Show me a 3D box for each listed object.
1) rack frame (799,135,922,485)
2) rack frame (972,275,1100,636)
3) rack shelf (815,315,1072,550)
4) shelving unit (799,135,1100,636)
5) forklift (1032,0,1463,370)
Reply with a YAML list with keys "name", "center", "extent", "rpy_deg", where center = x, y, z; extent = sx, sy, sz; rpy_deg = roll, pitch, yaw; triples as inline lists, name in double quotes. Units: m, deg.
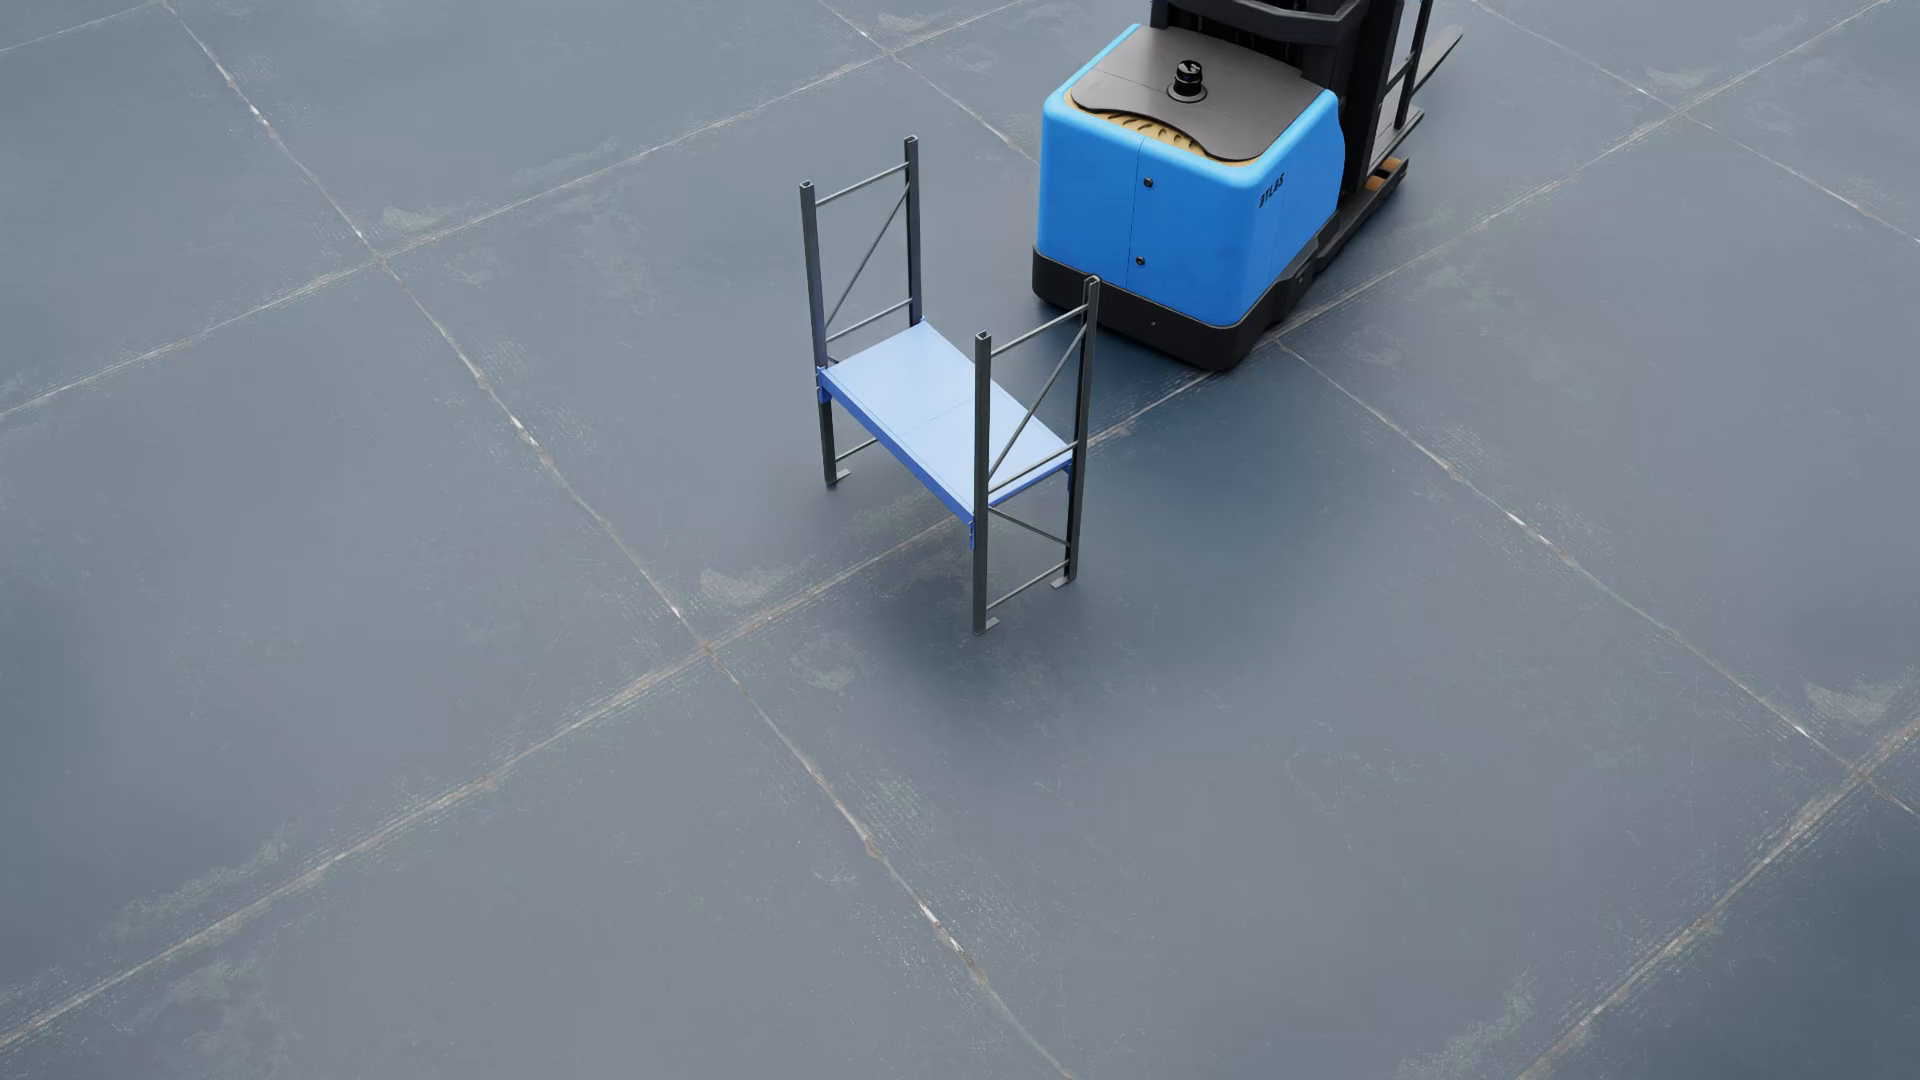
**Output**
- name: "rack frame"
  center: [-0.359, -0.854, 6.511]
  extent: [0.500, 1.500, 0.032]
  rpy_deg: [-29, 54, -24]
- name: "rack frame"
  center: [0.256, -0.254, 5.967]
  extent: [0.500, 1.500, 0.032]
  rpy_deg: [-29, 54, -24]
- name: "rack shelf"
  center: [-0.052, -0.433, 6.372]
  extent: [0.538, 0.185, 1.000]
  rpy_deg: [-29, 54, -24]
- name: "shelving unit"
  center: [-0.052, -0.554, 6.239]
  extent: [0.538, 1.500, 1.048]
  rpy_deg: [-29, 54, -24]
- name: "forklift"
  center: [1.579, -2.799, 7.308]
  extent: [1.130, 2.935, 3.031]
  rpy_deg: [27, 53, 22]
